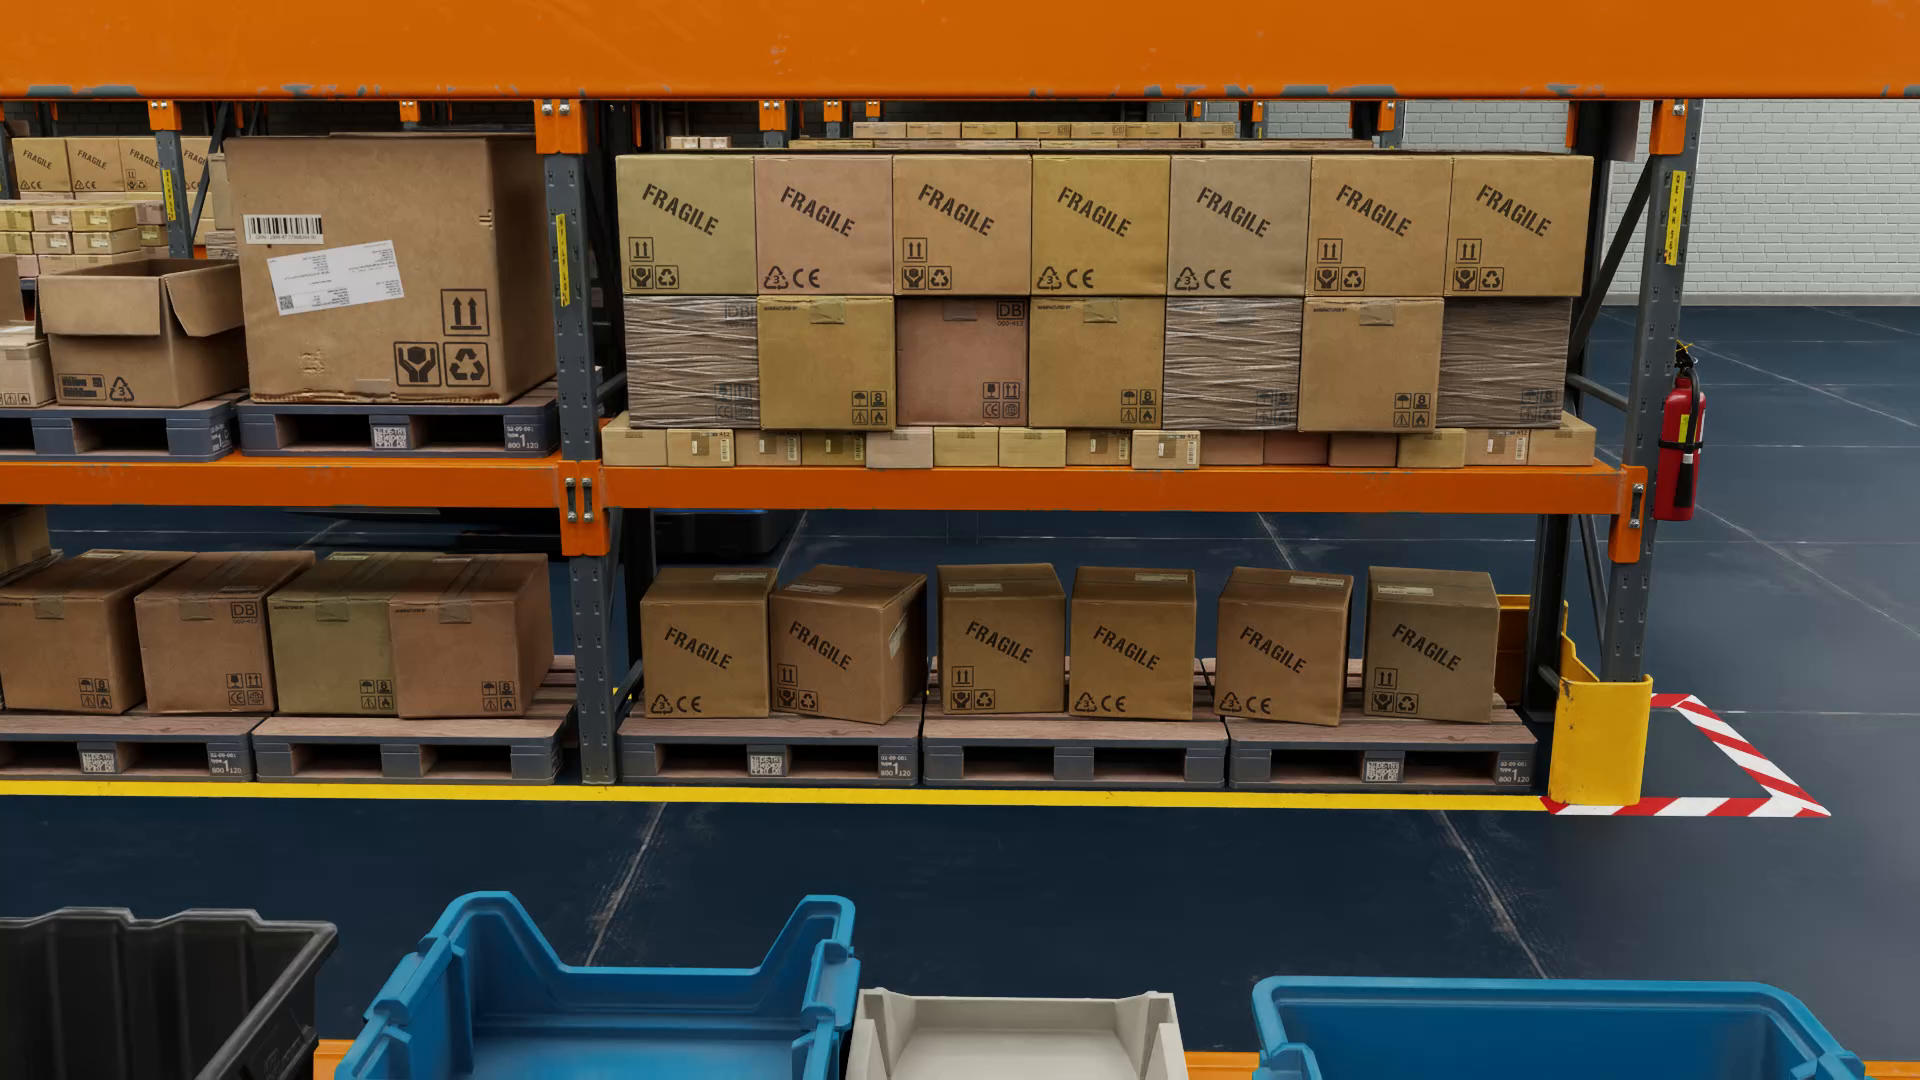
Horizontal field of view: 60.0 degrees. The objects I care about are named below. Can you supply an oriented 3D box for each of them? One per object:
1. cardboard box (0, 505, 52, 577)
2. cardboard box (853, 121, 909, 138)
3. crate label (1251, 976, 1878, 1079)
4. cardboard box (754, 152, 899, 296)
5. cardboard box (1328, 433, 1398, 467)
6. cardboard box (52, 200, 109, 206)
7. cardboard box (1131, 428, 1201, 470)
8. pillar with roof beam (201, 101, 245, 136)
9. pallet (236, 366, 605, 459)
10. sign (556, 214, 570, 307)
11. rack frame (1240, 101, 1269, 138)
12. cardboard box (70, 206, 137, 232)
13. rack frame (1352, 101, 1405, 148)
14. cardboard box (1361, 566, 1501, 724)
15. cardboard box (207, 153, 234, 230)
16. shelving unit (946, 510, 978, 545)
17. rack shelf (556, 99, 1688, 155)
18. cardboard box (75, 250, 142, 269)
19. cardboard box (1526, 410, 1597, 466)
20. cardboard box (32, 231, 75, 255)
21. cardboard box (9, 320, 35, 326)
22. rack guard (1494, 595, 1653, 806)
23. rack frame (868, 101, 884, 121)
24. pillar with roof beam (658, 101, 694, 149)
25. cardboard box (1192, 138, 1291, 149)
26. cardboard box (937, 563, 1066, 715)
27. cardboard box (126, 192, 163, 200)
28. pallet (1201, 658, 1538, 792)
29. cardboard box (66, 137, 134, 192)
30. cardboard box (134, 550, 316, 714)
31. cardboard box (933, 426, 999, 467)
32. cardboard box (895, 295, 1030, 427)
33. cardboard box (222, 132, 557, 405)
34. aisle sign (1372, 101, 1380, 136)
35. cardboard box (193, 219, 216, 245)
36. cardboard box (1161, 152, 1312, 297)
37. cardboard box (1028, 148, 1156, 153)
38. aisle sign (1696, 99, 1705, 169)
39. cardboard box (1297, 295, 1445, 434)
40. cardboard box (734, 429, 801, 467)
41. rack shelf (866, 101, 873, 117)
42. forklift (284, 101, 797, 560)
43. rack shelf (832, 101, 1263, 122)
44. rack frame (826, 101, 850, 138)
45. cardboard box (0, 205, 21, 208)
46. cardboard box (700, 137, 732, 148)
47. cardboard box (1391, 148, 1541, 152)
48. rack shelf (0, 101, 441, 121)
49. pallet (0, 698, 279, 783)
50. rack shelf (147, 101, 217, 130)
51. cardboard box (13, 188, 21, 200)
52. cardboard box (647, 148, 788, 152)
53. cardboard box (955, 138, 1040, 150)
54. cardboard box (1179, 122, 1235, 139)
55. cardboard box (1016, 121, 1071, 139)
[{"bbox_3d":[-4.227,0.009,6.995,0.500,0.250,0.500,2,15,8],"label":"cardboard box"},{"bbox_3d":[-0.742,-3.741,15.901,0.500,0.500,0.700,0,15,1],"label":"cardboard box"},{"bbox_3d":[0.596,0.733,1.614,0.616,0.435,0.502,0,15,1],"label":"crate label"},{"bbox_3d":[-0.487,-1.201,6.274,0.500,0.500,0.500,0,15,1],"label":"cardboard box"},{"bbox_3d":[1.528,-0.394,6.445,0.250,0.149,0.380,0,15,1],"label":"cardboard box"},{"bbox_3d":[-6.172,-2.312,11.727,0.250,0.149,0.380,0,15,1],"label":"cardboard box"},{"bbox_3d":[0.777,-0.381,6.397,0.250,0.149,0.380,0,15,1],"label":"cardboard box"},{"bbox_3d":[-9.834,-6.479,17.257,0.400,9.000,9.100,0,15,1],"label":"pillar with roof beam"},{"bbox_3d":[-2.190,-0.546,6.904,1.213,0.211,1.003,0,15,1],"label":"pallet"},{"bbox_3d":[-1.440,-1.015,6.036,0.005,0.325,0.100,0,15,1],"label":"sign"},{"bbox_3d":[2.822,-3.098,16.201,0.127,3.000,1.000,0,15,1],"label":"rack frame"},{"bbox_3d":[-5.703,-2.142,11.082,0.250,0.149,0.380,0,15,-1],"label":"cardboard box"},{"bbox_3d":[2.797,-1.835,11.413,0.127,3.000,1.000,0,15,1],"label":"rack frame"},{"bbox_3d":[1.945,0.427,6.918,0.500,0.500,0.500,3,15,12],"label":"cardboard box"},{"bbox_3d":[-4.752,-2.413,11.450,0.500,0.500,0.700,0,15,1],"label":"cardboard box"},{"bbox_3d":[0.014,-0.580,10.187,0.189,1.200,0.258,0,15,1],"label":"shelving unit"},{"bbox_3d":[0.570,-1.686,6.380,4.000,0.370,1.077,0,15,1],"label":"rack shelf"},{"bbox_3d":[-5.706,-1.854,11.157,0.250,0.149,0.380,1,15,2],"label":"cardboard box"},{"bbox_3d":[2.279,-0.398,6.461,0.250,0.149,0.380,0,15,1],"label":"cardboard box"},{"bbox_3d":[-5.973,-2.000,11.128,0.250,0.149,0.380,1,15,4],"label":"cardboard box"},{"bbox_3d":[-3.755,-0.818,7.003,0.258,0.266,0.396,0,15,0],"label":"cardboard box"},{"bbox_3d":[2.493,0.638,6.942,0.348,0.500,1.175,0,15,1],"label":"rack guard"},{"bbox_3d":[-1.054,-4.389,21.097,0.127,3.000,1.000,0,15,1],"label":"rack frame"},{"bbox_3d":[-3.836,-6.440,17.109,0.400,9.000,9.100,0,15,1],"label":"pillar with roof beam"},{"bbox_3d":[1.874,-2.422,11.227,0.550,0.550,0.875,0,15,1],"label":"cardboard box"},{"bbox_3d":[0.164,0.408,6.991,0.500,0.500,0.500,-1,15,-4],"label":"cardboard box"},{"bbox_3d":[-7.716,-3.264,16.145,0.500,0.250,0.500,1,15,2],"label":"cardboard box"},{"bbox_3d":[1.682,0.763,7.033,1.213,0.211,1.003,0,15,1],"label":"pallet"},{"bbox_3d":[-8.232,-3.635,16.082,0.500,0.500,0.500,0,15,1],"label":"cardboard box"},{"bbox_3d":[-3.079,0.379,7.062,0.500,0.500,0.700,-1,15,-3],"label":"cardboard box"},{"bbox_3d":[0.028,-0.395,6.449,0.250,0.149,0.380,0,15,1],"label":"cardboard box"},{"bbox_3d":[0.020,-0.780,6.637,0.500,0.500,0.875,0,15,1],"label":"cardboard box"},{"bbox_3d":[-2.220,-1.130,6.745,1.000,1.000,1.000,0,15,2],"label":"cardboard box"},{"bbox_3d":[2.875,-3.168,11.370,0.004,0.787,0.394,0,15,1],"label":"aisle sign"},{"bbox_3d":[-7.212,-3.017,16.189,0.500,0.250,0.500,0,15,1],"label":"cardboard box"},{"bbox_3d":[1.013,-1.192,6.240,0.500,0.500,0.500,0,15,1],"label":"cardboard box"},{"bbox_3d":[0.527,-1.329,6.757,0.500,0.500,0.500,0,15,1],"label":"cardboard box"},{"bbox_3d":[2.623,-1.750,5.998,0.004,0.787,0.394,0,15,1],"label":"aisle sign"},{"bbox_3d":[1.517,-0.746,6.507,0.500,0.500,0.875,0,15,1],"label":"cardboard box"},{"bbox_3d":[-0.722,-0.397,6.458,0.250,0.149,0.380,0,15,1],"label":"cardboard box"},{"bbox_3d":[-3.053,-5.505,20.856,4.000,0.370,1.077,0,15,1],"label":"rack shelf"},{"bbox_3d":[-2.587,-1.430,10.014,3.031,2.935,1.130,1,15,4],"label":"forklift"},{"bbox_3d":[0.823,-4.213,15.959,4.000,0.370,1.077,0,15,1],"label":"rack shelf"},{"bbox_3d":[-1.177,-3.124,16.299,0.127,3.000,1.000,0,15,1],"label":"rack frame"},{"bbox_3d":[-6.482,-2.147,11.100,0.250,0.149,0.380,1,15,3],"label":"cardboard box"},{"bbox_3d":[-2.333,-3.779,15.910,0.250,0.149,0.380,0,15,0],"label":"cardboard box"},{"bbox_3d":[2.026,-1.319,6.720,0.500,0.500,0.500,0,15,1],"label":"cardboard box"},{"bbox_3d":[-7.175,-4.265,16.157,4.000,0.370,1.077,0,15,1],"label":"rack shelf"},{"bbox_3d":[-3.431,0.740,7.121,1.213,0.211,1.003,0,15,1],"label":"pallet"},{"bbox_3d":[-7.200,-3.002,11.369,4.000,0.370,1.077,0,15,1],"label":"rack shelf"},{"bbox_3d":[-9.637,-3.294,16.749,0.500,0.500,0.500,1,15,3],"label":"cardboard box"},{"bbox_3d":[-0.973,-1.339,6.797,0.500,0.500,0.500,0,15,1],"label":"cardboard box"},{"bbox_3d":[0.255,-2.432,11.265,0.550,0.550,0.875,0,15,1],"label":"cardboard box"},{"bbox_3d":[2.306,-3.721,15.824,0.500,0.500,0.700,0,15,0],"label":"cardboard box"},{"bbox_3d":[0.792,-3.742,15.903,0.500,0.500,0.700,0,15,1],"label":"cardboard box"}]
